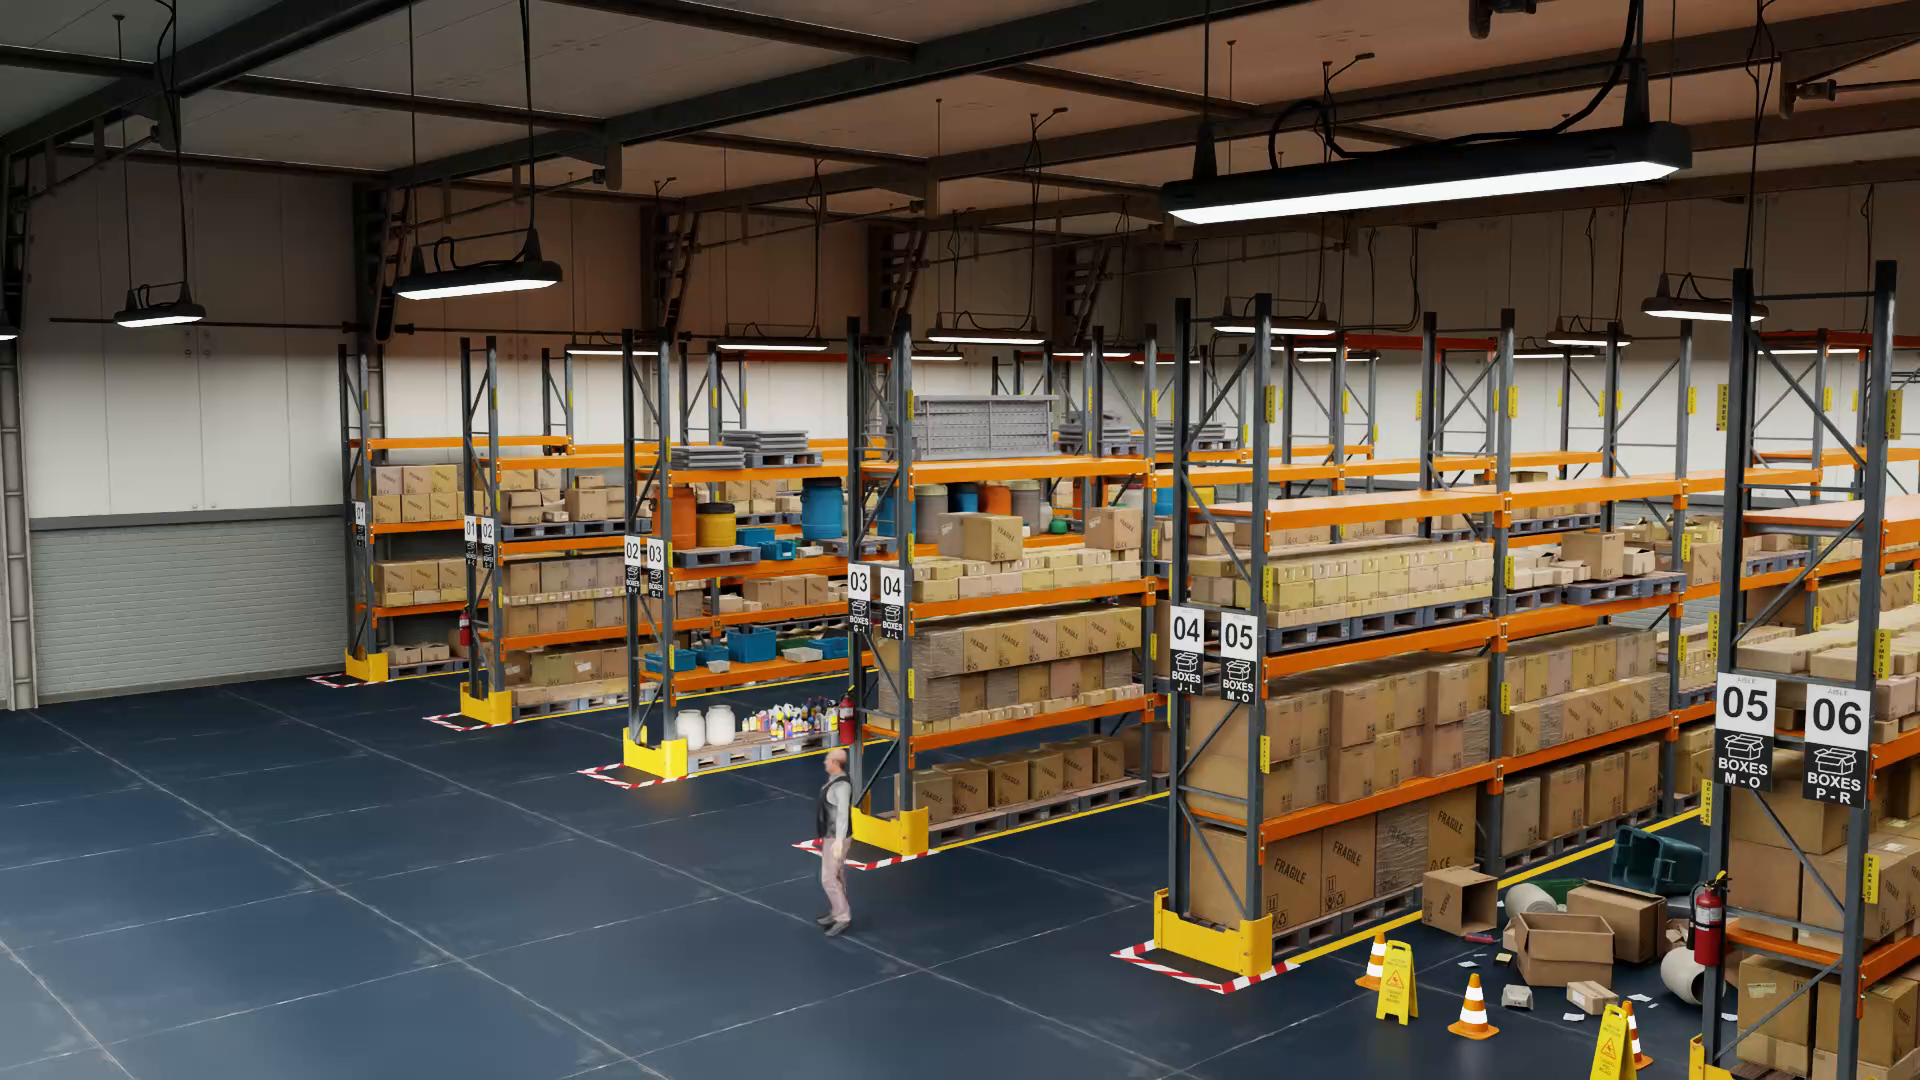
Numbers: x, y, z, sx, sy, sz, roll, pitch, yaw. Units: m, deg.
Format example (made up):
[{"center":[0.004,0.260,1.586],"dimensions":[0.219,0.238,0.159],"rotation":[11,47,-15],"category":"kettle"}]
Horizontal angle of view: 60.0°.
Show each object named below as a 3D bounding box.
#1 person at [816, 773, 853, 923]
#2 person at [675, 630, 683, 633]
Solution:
[{"center":[-1.206,2.959,15.988],"dimensions":[0.354,1.427,0.444],"rotation":[-1,5,-6],"category":"person"},{"center":[-5.430,1.457,31.226],"dimensions":[0.556,1.733,0.420],"rotation":[-1,5,-12],"category":"person"}]
